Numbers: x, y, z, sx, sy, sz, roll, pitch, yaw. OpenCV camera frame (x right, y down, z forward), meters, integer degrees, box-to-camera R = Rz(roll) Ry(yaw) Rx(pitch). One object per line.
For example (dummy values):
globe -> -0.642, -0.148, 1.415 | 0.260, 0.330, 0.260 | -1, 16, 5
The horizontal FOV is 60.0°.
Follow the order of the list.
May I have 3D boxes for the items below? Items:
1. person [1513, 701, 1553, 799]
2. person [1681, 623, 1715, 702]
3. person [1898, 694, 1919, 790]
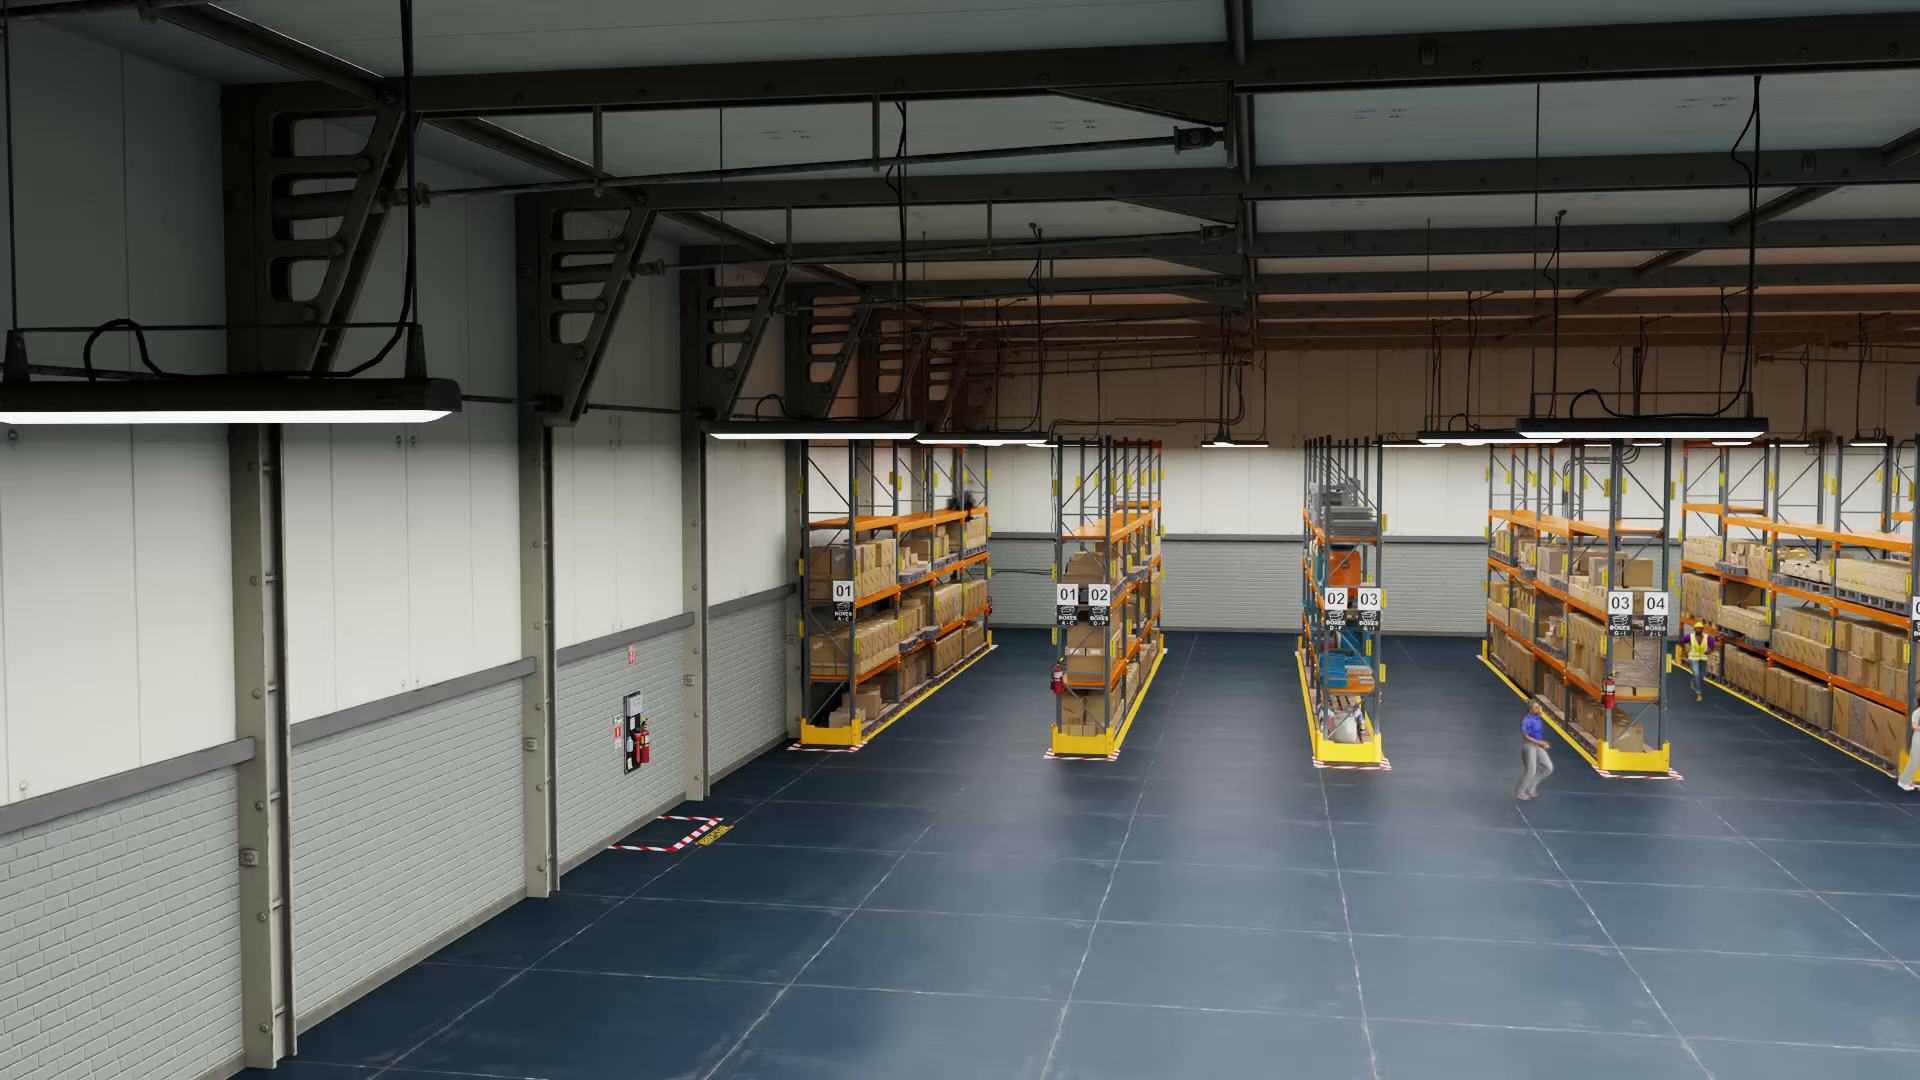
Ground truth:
person -> 9.389, 3.437, 27.200 | 0.618, 1.606, 0.548 | 3, 4, 44
person -> 17.009, 2.779, 38.265 | 0.663, 1.779, 1.134 | 0, 3, 5
person -> 15.955, 3.401, 27.578 | 0.553, 1.742, 0.709 | -1, 3, -20
